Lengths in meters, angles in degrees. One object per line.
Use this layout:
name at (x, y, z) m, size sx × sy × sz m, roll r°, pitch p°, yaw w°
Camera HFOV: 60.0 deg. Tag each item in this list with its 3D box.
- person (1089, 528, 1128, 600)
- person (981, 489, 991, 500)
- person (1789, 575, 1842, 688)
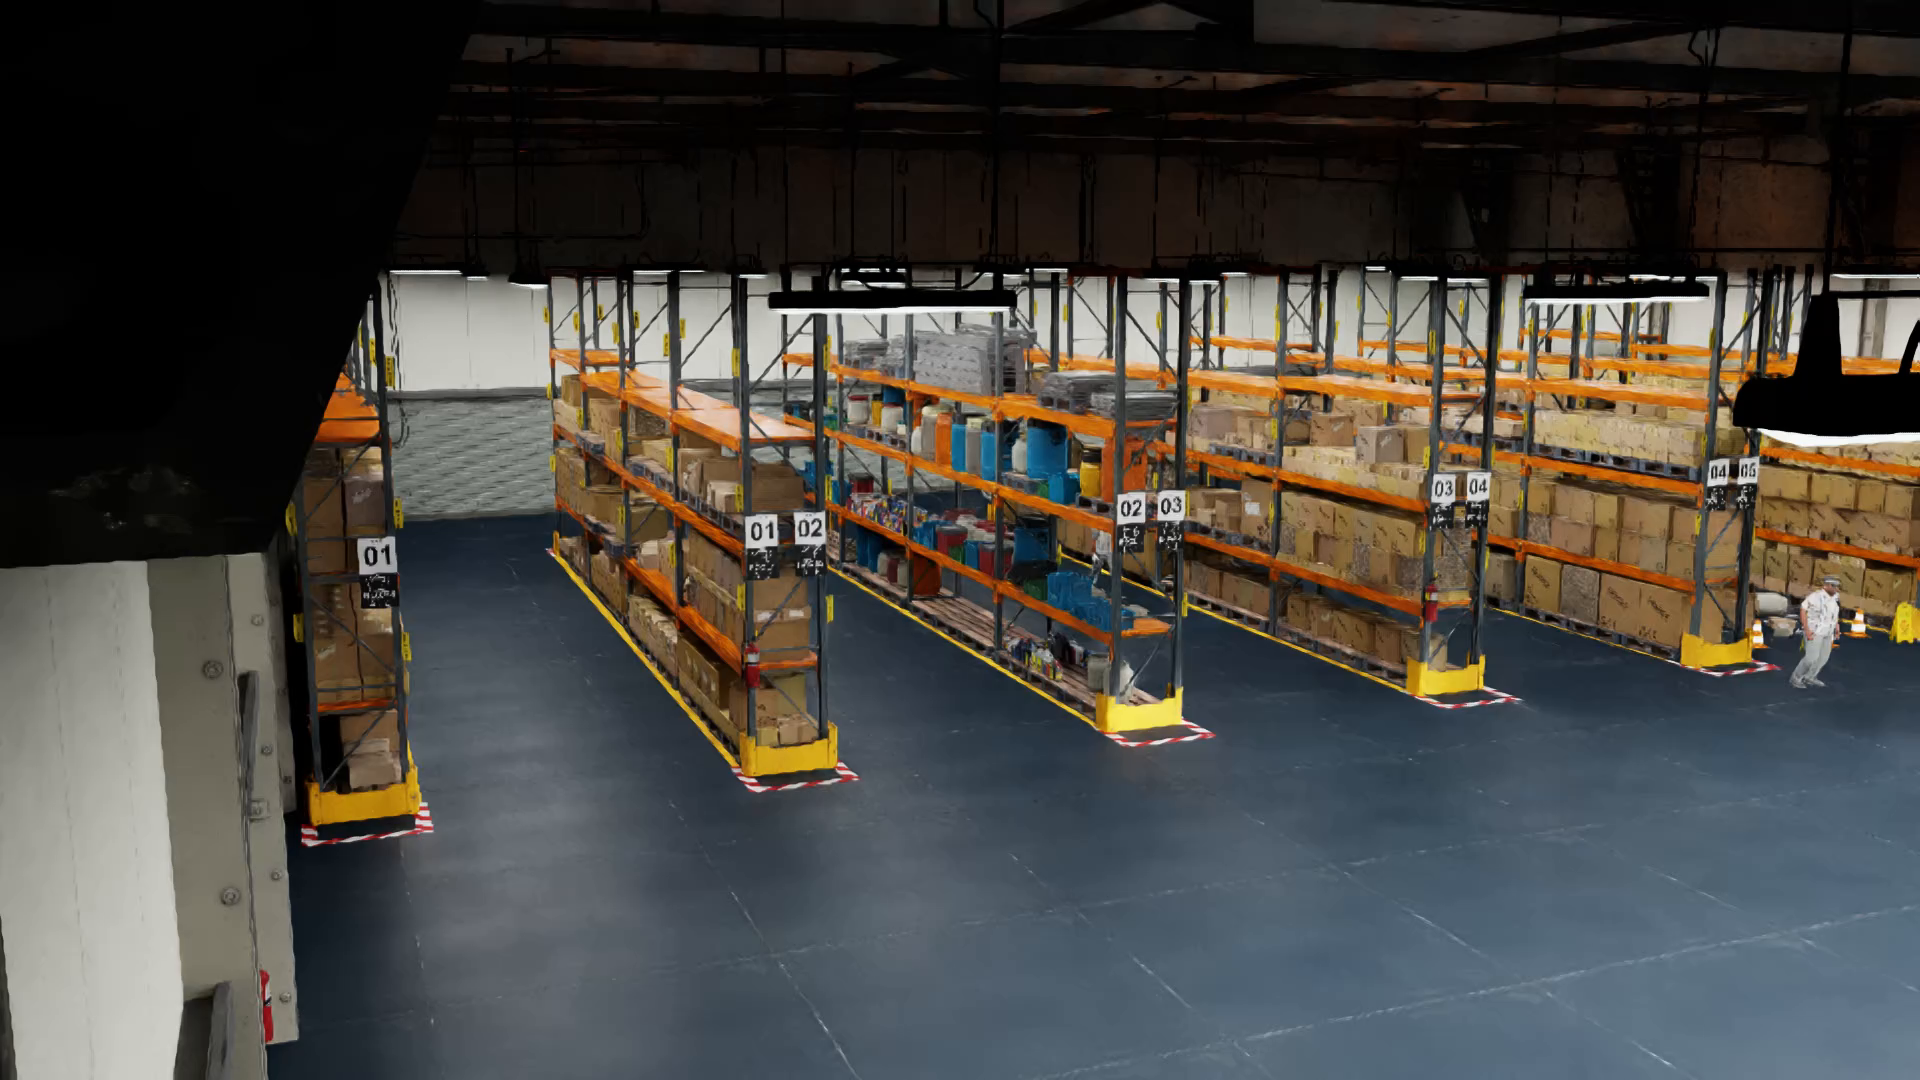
person at (2.655, 0.231, 30.311) m, size 0.553 × 1.706 × 1.123 m, roll -4°, pitch 10°, yaw -19°
person at (0.745, -1.855, 42.539) m, size 0.502 × 1.624 × 0.997 m, roll -4°, pitch 11°, yaw -22°
person at (12.501, 1.310, 24.226) m, size 0.682 × 1.715 × 0.542 m, roll -4°, pitch 11°, yaw -22°
